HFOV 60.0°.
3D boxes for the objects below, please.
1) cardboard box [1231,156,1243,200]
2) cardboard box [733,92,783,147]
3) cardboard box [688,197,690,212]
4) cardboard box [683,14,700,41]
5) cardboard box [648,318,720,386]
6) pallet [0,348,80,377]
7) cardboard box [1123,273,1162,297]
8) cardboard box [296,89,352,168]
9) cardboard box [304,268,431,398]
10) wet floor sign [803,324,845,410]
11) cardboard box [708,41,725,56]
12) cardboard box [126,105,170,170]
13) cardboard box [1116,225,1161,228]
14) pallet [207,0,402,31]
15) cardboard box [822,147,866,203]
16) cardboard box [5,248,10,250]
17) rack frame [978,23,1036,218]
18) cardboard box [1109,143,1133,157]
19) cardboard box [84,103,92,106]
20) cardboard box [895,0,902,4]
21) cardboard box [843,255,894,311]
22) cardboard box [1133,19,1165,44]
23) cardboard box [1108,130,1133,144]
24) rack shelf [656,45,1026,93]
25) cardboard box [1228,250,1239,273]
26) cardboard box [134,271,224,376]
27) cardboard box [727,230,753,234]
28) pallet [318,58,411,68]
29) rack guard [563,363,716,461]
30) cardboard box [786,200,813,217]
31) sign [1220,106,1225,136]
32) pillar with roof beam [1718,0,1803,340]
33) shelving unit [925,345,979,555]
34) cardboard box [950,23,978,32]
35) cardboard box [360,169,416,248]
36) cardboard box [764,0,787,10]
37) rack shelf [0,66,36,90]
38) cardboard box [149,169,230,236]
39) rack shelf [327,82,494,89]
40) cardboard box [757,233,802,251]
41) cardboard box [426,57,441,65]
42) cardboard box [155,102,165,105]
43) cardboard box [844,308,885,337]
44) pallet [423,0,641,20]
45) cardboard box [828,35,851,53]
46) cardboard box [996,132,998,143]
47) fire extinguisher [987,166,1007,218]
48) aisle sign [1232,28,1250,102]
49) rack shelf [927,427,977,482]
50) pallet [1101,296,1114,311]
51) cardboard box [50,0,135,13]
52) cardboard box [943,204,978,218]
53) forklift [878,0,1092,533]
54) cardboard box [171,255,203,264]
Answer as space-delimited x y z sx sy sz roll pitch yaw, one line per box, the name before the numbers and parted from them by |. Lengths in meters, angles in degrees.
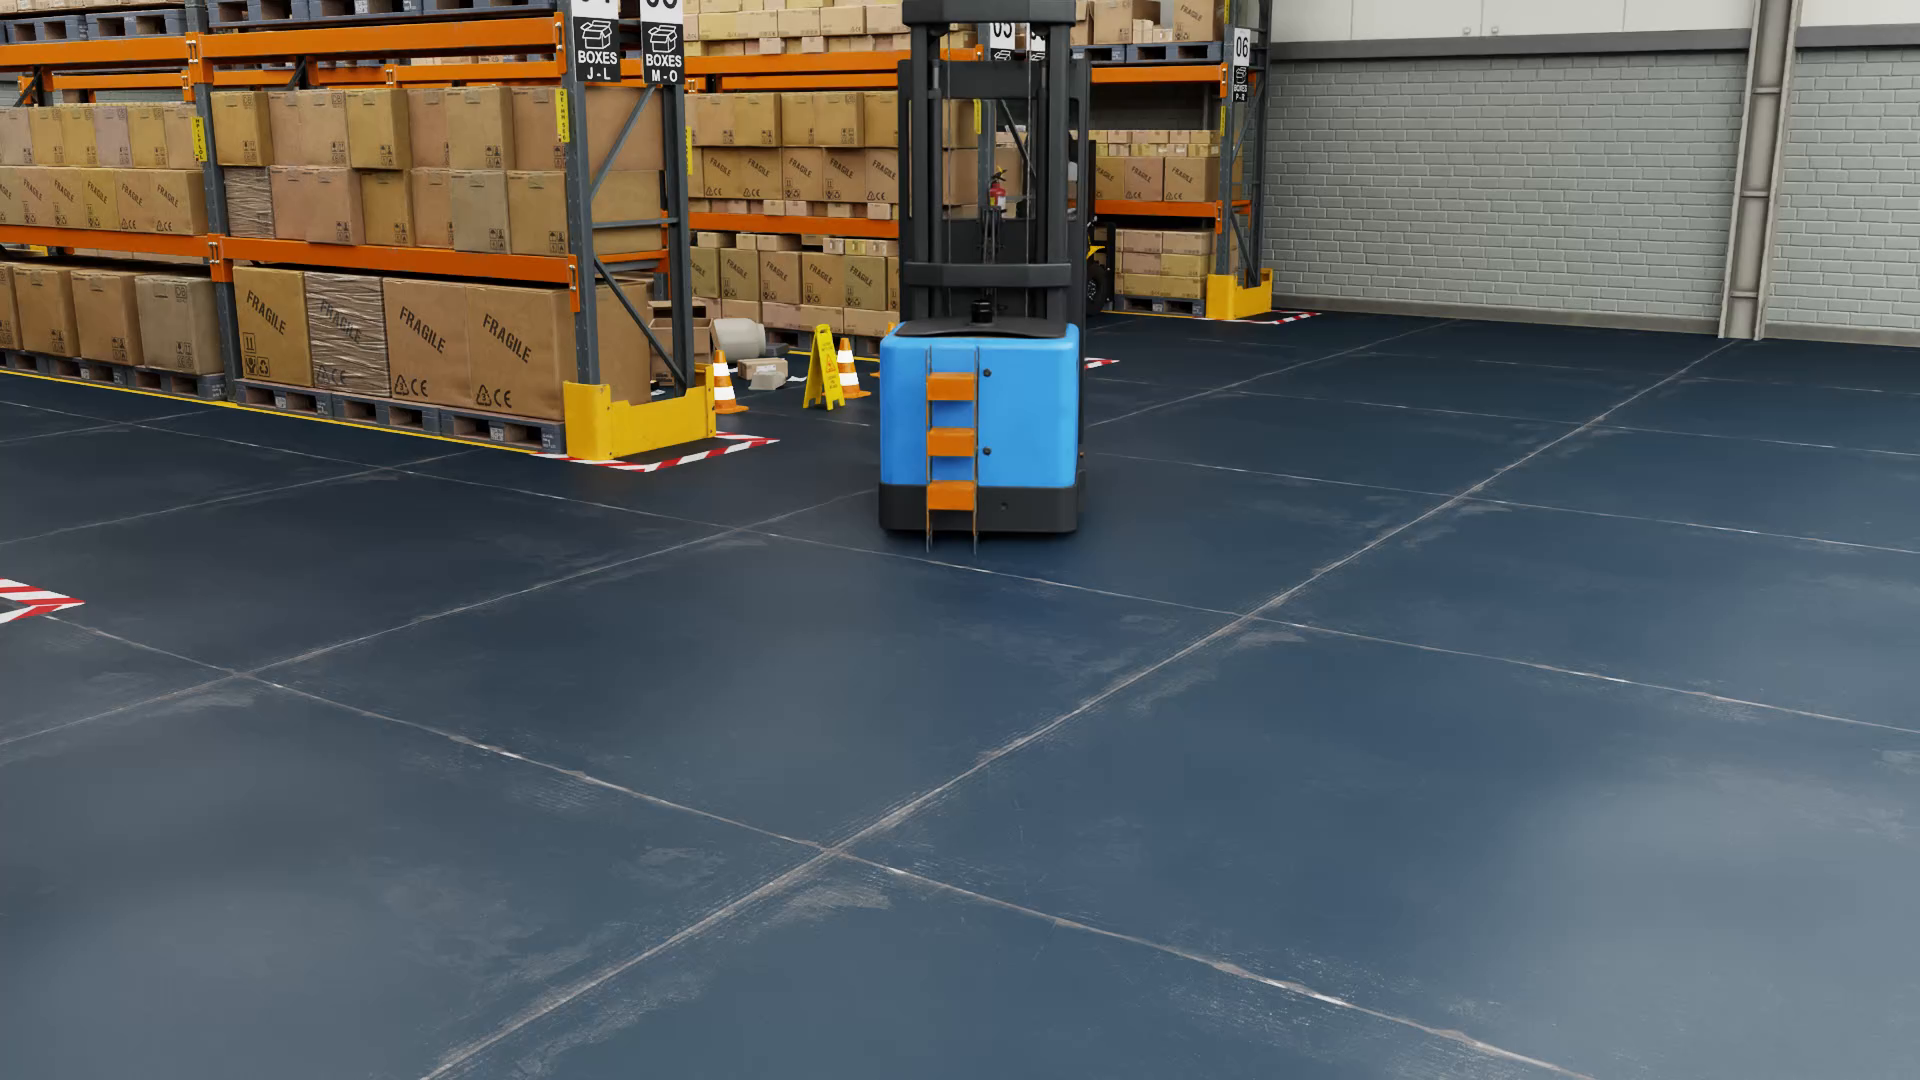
cardboard box | 2.994 -4.272 19.630 0.500 0.500 0.500 10 17 35
cardboard box | -1.779 -4.078 16.148 0.500 0.500 0.700 9 16 32
cardboard box | -2.754 -3.420 16.918 0.250 0.149 0.380 9 17 33
cardboard box | -2.624 -5.062 16.480 0.500 0.250 0.500 9 16 32
cardboard box | -2.388 -1.630 14.362 0.637 0.503 0.797 -1 14 -6
pallet | -8.222 -1.709 15.289 1.213 0.211 1.003 9 17 33
cardboard box | 2.276 -3.039 19.707 0.500 0.250 0.500 9 17 33
cardboard box | -4.336 -3.038 12.292 0.550 0.550 0.875 9 17 33
cardboard box | -4.282 -1.601 12.598 0.875 0.875 0.875 9 17 33
wet floor sign | -1.067 -1.359 12.970 0.232 0.644 0.267 6 15 23
cardboard box | -2.261 -4.834 16.388 0.250 0.149 0.380 9 17 33
cardboard box | -6.358 -3.315 13.684 0.500 0.500 0.700 9 16 32
cardboard box | 2.131 -3.694 20.270 0.500 0.250 0.500 9 17 32
pallet | -4.842 -3.949 12.474 1.213 0.211 1.003 9 17 33
cardboard box | -0.948 -3.458 15.723 0.500 0.500 0.500 9 17 33
cardboard box | -9.692 -2.747 16.445 0.500 0.250 0.500 9 16 32
rack frame | 0.483 -3.111 15.150 0.127 3.000 1.000 9 17 33
cardboard box | 1.949 -4.593 19.577 0.250 0.149 0.380 9 16 31
cardboard box | -11.585 -5.826 22.478 0.250 0.149 0.380 9 17 33
cardboard box | -0.377 -4.892 14.963 0.250 0.149 0.380 9 16 32
cardboard box | -0.763 -2.469 15.844 0.500 0.500 0.500 10 17 35
cardboard box | 2.182 -5.829 19.085 0.258 0.266 0.396 9 17 33
cardboard box | 1.938 -4.733 19.524 0.250 0.149 0.380 10 17 34
rack shelf | -1.177 -4.487 15.960 4.000 0.370 1.077 9 17 33
cardboard box | 2.976 -3.318 19.792 0.500 0.250 0.500 10 17 34
cardboard box | -6.081 -1.824 13.759 0.750 0.750 1.050 9 17 33
cardboard box | -2.878 -4.139 23.370 0.625 0.625 0.875 10 17 35
pallet | -6.719 -5.624 19.452 1.003 0.211 1.213 10 17 35
rack guard | -2.176 -0.894 11.396 0.348 0.500 1.175 9 17 33
cardboard box | -1.473 -3.218 16.104 0.250 0.149 0.380 9 17 33
sign | 2.935 -4.672 18.553 0.005 0.325 0.100 9 17 33
pillar with roof beam | 5.751 -5.624 12.814 0.400 9.000 9.100 9 17 33
shelving unit | -0.037 -0.458 8.486 0.252 1.050 0.215 1 14 5
cardboard box | -0.092 -4.654 14.832 0.500 0.250 0.500 9 16 32
cardboard box | -3.855 -2.457 12.193 0.500 0.550 0.875 9 17 33
cardboard box | -1.646 -5.098 15.796 0.250 0.149 0.380 9 16 32
rack shelf | -10.494 -4.559 16.252 4.000 0.370 1.077 9 17 33
cardboard box | -6.097 -2.713 13.331 0.500 0.500 0.500 9 17 32
rack shelf | -8.367 -7.086 26.461 4.000 0.370 1.077 9 17 33
cardboard box | -1.775 -2.930 16.355 0.250 0.149 0.380 10 17 36
cardboard box | -5.777 -5.465 18.694 0.258 0.266 0.396 9 17 33
cardboard box | -10.267 -5.640 21.725 0.250 0.149 0.380 9 17 33
cardboard box | -0.764 -2.106 15.938 0.500 0.250 0.500 9 17 33
pallet | -2.818 -3.621 11.152 1.213 0.211 1.003 9 17 33
cardboard box | -1.017 -4.615 15.504 0.250 0.149 0.380 9 16 31
cardboard box | 0.514 -4.995 20.580 0.250 0.149 0.380 9 16 32
fire extinguisher | 0.320 -2.967 14.726 0.183 0.674 0.296 9 17 33
aisle sign | 3.140 -5.296 18.566 0.004 0.787 0.394 9 17 33
rack shelf | -0.037 -0.447 8.489 0.240 0.259 0.215 1 14 5
pallet | 1.584 -3.006 20.527 1.213 0.211 1.003 9 17 33
cardboard box | -7.092 -4.504 13.635 0.500 0.311 0.500 8 16 31
cardboard box | 0.053 -2.997 15.211 0.250 0.149 0.380 10 17 35
forklift | 0.211 -1.761 9.838 1.130 2.935 3.031 1 14 5
cardboard box | -9.936 -3.786 22.335 0.875 0.438 0.875 9 16 32
